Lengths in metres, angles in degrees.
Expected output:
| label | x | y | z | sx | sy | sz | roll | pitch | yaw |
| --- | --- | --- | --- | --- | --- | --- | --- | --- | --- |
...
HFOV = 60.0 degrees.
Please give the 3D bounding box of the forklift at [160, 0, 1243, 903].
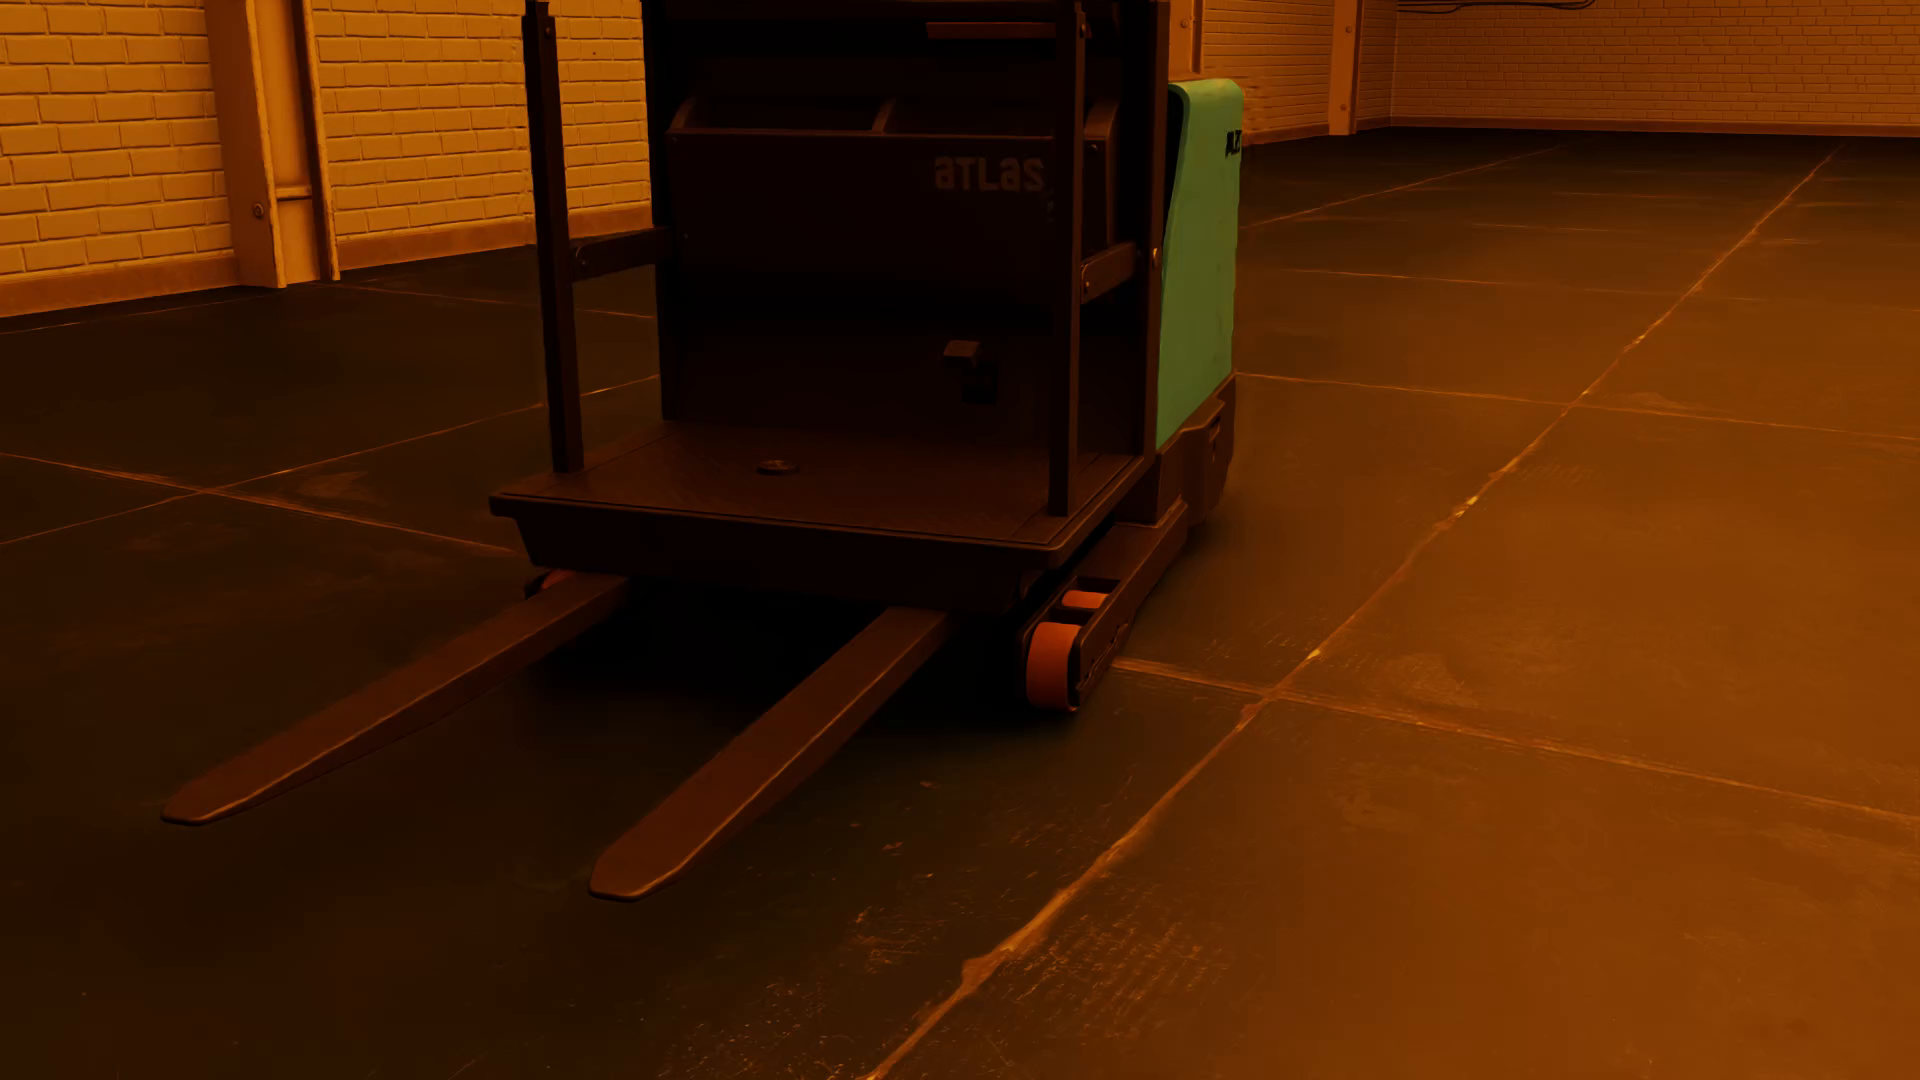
| label | x | y | z | sx | sy | sz | roll | pitch | yaw |
| --- | --- | --- | --- | --- | --- | --- | --- | --- | --- |
| forklift | -0.207 | -1.222 | 3.002 | 1.130 | 2.935 | 3.031 | 5 | 17 | 18 |
